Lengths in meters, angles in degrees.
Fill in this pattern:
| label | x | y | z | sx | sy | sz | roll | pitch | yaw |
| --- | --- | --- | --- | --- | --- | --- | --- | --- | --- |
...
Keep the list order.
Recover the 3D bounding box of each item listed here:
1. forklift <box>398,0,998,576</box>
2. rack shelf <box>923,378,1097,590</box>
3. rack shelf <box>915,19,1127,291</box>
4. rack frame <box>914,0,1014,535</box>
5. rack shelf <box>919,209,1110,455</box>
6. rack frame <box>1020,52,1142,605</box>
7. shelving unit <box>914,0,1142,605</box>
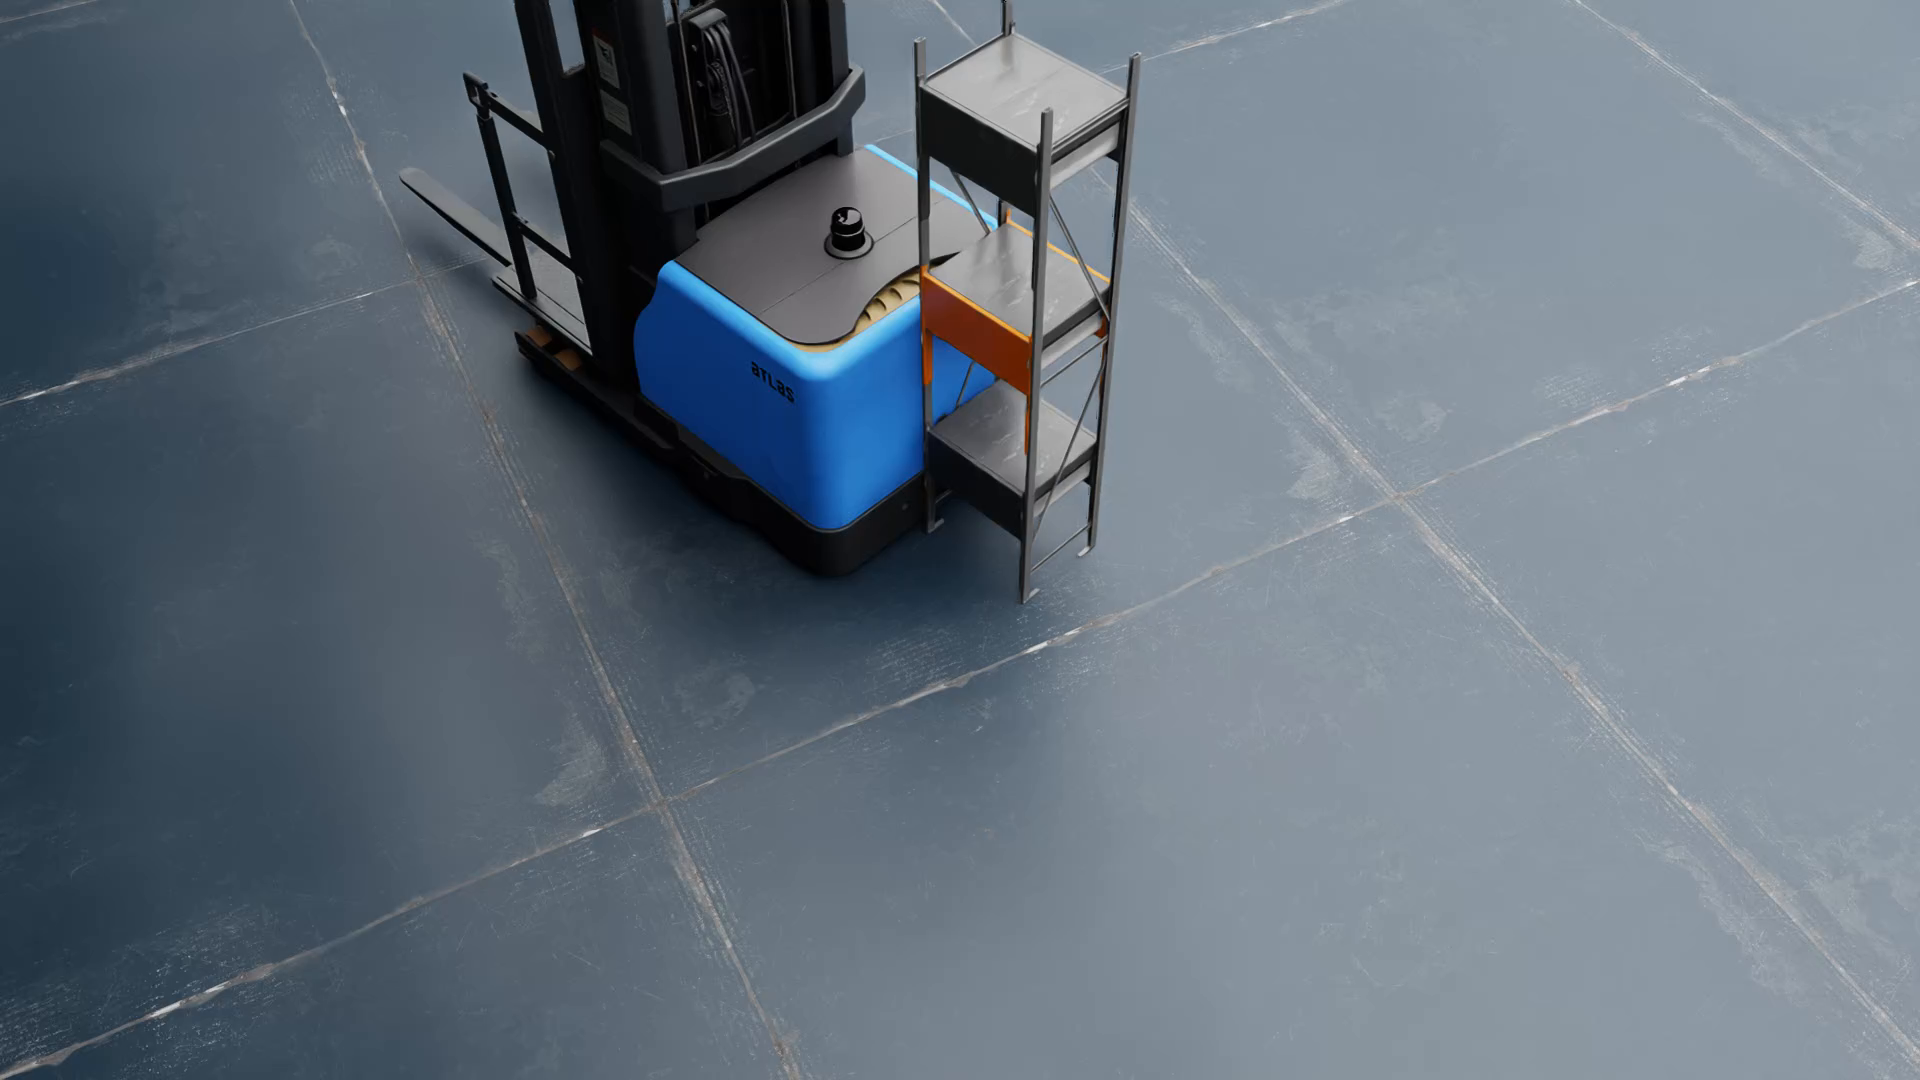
| label | x | y | z | sx | sy | sz | roll | pitch | yaw |
| --- | --- | --- | --- | --- | --- | --- | --- | --- | --- |
| forklift | -1.178 | -1.831 | 5.904 | 3.031 | 2.935 | 1.130 | 36 | 58 | 27 |
| rack shelf | 0.189 | -0.224 | 5.999 | 0.480 | 0.518 | 0.431 | 36 | 58 | 27 |
| rack shelf | 0.189 | -1.146 | 4.945 | 0.480 | 0.518 | 0.431 | 36 | 58 | 27 |
| rack frame | 0.014 | -0.822 | 5.574 | 0.015 | 2.100 | 0.400 | 36 | 58 | 27 |
| rack shelf | 0.189 | -0.685 | 5.472 | 0.480 | 0.518 | 0.431 | 36 | 58 | 27 |
| rack frame | 0.363 | -0.566 | 5.350 | 0.015 | 2.100 | 0.400 | 36 | 58 | 27 |
| shelving unit | 0.189 | -0.694 | 5.462 | 0.503 | 2.100 | 0.431 | 36 | 58 | 27 |
